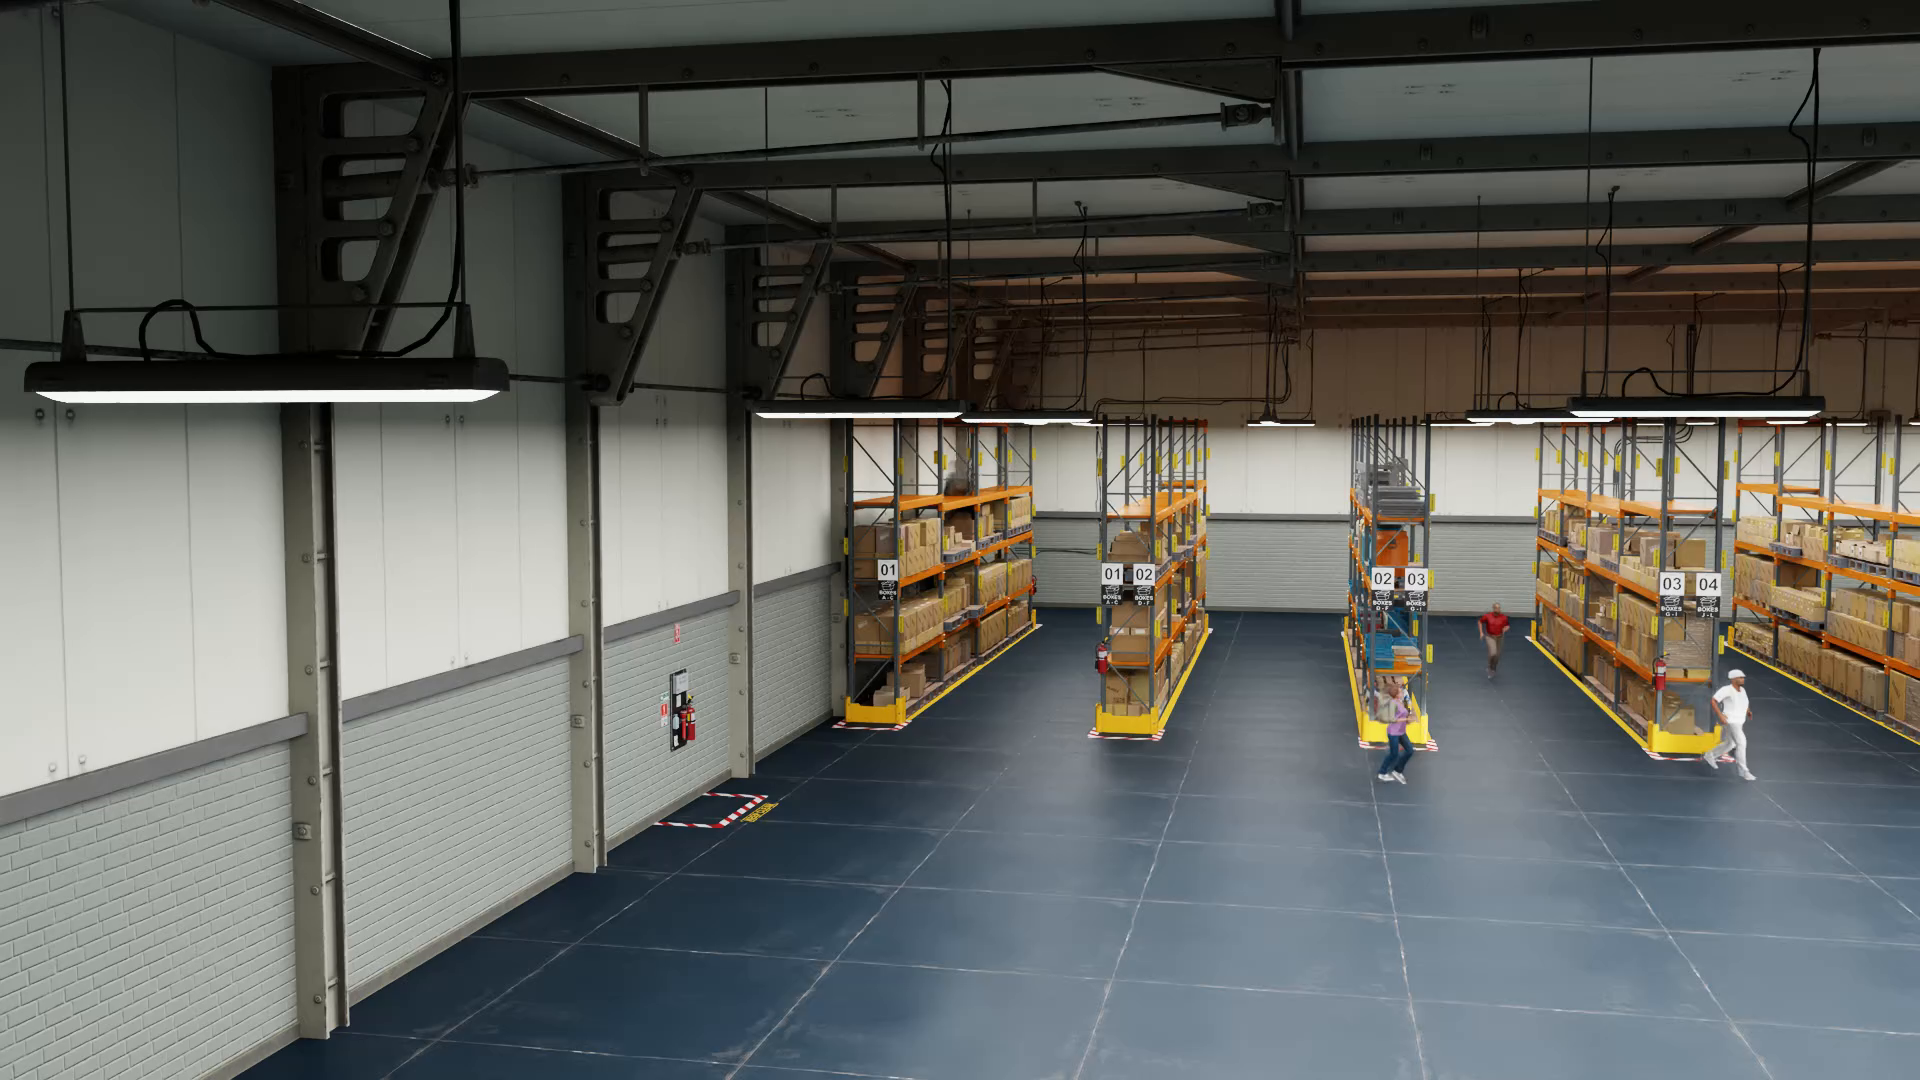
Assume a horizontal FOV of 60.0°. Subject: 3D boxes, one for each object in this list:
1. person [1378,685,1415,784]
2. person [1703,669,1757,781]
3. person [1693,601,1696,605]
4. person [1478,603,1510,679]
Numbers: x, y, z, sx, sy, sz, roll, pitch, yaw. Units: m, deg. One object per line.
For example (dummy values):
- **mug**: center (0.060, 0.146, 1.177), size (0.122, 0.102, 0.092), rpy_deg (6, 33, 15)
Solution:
- **person**: center (7.059, 3.139, 26.802), size (0.639, 1.608, 0.517), rpy_deg (3, 5, 39)
- **person**: center (12.763, 3.016, 27.454), size (0.718, 1.768, 0.921), rpy_deg (-3, 5, -41)
- **person**: center (18.770, 2.104, 42.100), size (0.674, 1.730, 0.956), rpy_deg (0, 4, 3)
- **person**: center (12.308, 2.328, 38.254), size (0.627, 1.767, 0.826), rpy_deg (0, 4, -3)
